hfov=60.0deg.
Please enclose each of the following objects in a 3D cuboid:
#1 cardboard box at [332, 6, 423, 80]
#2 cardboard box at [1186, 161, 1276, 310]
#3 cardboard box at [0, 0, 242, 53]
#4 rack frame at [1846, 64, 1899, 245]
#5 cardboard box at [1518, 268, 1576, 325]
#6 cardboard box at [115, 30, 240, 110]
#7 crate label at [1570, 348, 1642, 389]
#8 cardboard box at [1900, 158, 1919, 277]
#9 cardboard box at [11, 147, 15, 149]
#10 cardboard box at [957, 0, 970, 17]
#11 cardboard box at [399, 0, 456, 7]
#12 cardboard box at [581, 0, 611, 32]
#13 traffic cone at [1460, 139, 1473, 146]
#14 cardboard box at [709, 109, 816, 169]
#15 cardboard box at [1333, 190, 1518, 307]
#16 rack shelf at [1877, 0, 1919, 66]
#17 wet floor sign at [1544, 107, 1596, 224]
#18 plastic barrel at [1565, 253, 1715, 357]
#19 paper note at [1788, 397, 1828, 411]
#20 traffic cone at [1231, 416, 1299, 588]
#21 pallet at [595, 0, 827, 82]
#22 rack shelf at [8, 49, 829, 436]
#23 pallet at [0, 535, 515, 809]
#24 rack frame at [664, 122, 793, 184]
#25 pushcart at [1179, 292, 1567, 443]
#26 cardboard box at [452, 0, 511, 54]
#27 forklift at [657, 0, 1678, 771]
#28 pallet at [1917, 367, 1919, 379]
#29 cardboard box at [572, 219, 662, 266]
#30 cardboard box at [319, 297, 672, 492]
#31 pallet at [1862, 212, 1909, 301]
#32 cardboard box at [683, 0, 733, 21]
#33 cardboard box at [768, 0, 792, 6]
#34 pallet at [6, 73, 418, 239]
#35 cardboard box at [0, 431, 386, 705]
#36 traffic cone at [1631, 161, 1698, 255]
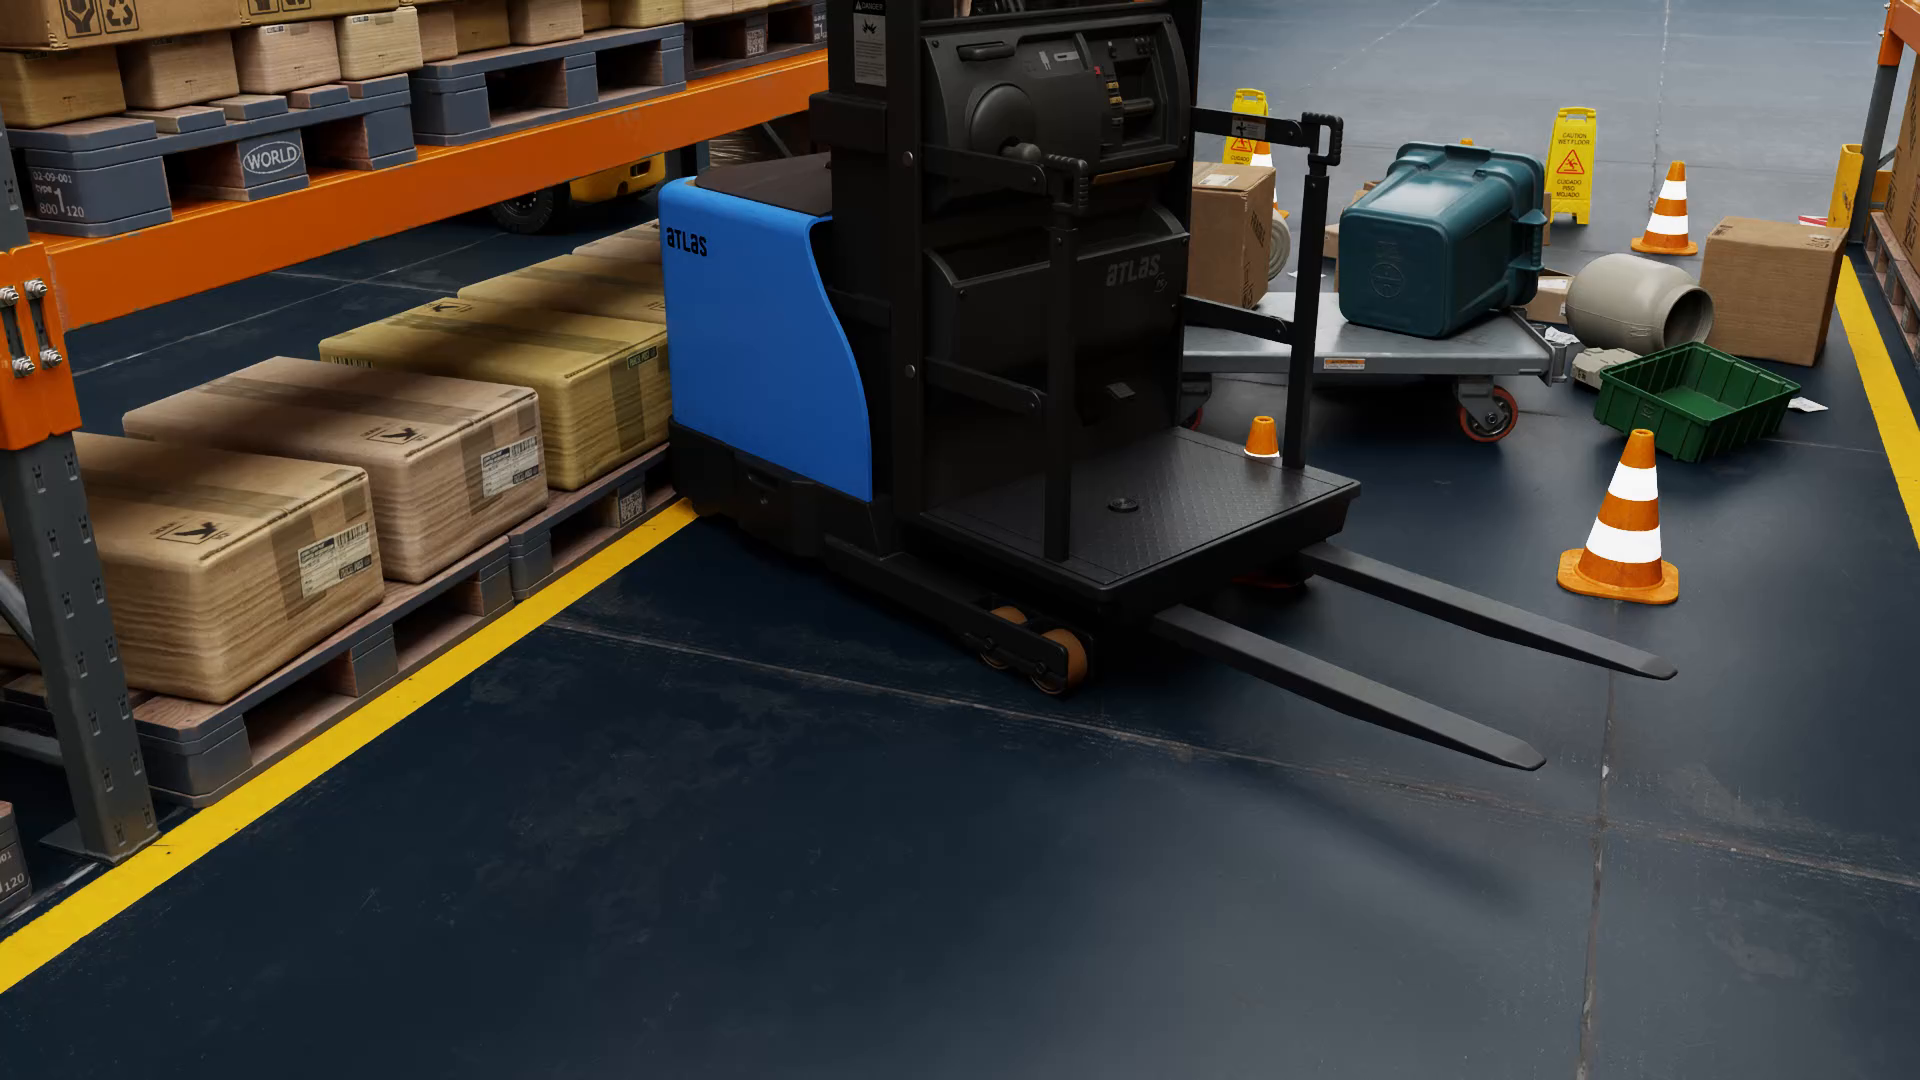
[{"bbox_3d":[-1.555,-1.226,4.075,0.380,0.149,0.250,9,24,20],"label":"cardboard box"},{"bbox_3d":[0.899,-1.159,6.393,0.500,0.500,0.500,9,24,20],"label":"cardboard box"},{"bbox_3d":[-1.869,-1.280,3.363,0.500,0.500,0.500,8,24,19],"label":"cardboard box"},{"bbox_3d":[5.354,-2.966,8.458,1.000,3.000,0.127,9,24,20],"label":"rack frame"},{"bbox_3d":[2.797,-1.151,7.662,0.396,0.266,0.258,13,26,29],"label":"cardboard box"},{"bbox_3d":[-1.821,-1.039,3.627,0.380,0.149,0.250,7,24,17],"label":"cardboard box"},{"bbox_3d":[2.629,-0.682,6.705,0.298,0.136,0.250,-7,24,-17],"label":"crate label"},{"bbox_3d":[4.839,-1.612,7.429,0.875,0.875,0.875,8,24,19],"label":"cardboard box"},{"bbox_3d":[-4.908,-2.201,9.001,0.500,0.250,0.500,9,24,20],"label":"cardboard box"},{"bbox_3d":[-0.110,-2.438,7.522,0.380,0.149,0.250,10,25,22],"label":"cardboard box"},{"bbox_3d":[-1.490,-1.659,4.269,0.500,0.500,0.500,9,24,21],"label":"cardboard box"},{"bbox_3d":[-1.285,-1.618,5.014,0.380,0.149,0.250,8,24,18],"label":"cardboard box"},{"bbox_3d":[2.916,-2.092,9.658,0.336,0.463,0.334,9,24,20],"label":"traffic cone"},{"bbox_3d":[-0.794,-1.728,7.545,0.500,0.500,0.500,8,24,19],"label":"cardboard box"},{"bbox_3d":[2.079,-1.222,7.347,0.797,0.637,0.503,9,24,20],"label":"cardboard box"},{"bbox_3d":[4.612,-1.918,6.883,1.077,0.370,4.000,9,24,20],"label":"rack shelf"},{"bbox_3d":[3.527,-2.173,9.615,0.267,0.644,0.232,5,23,11],"label":"wet floor sign"},{"bbox_3d":[2.866,-0.971,7.026,0.421,0.421,0.512,-12,25,-26],"label":"plastic barrel"},{"bbox_3d":[3.278,-0.535,6.490,0.147,0.020,0.142,-7,24,-17],"label":"paper note"},{"bbox_3d":[0.895,-0.145,4.997,0.336,0.463,0.334,9,24,20],"label":"traffic cone"},{"bbox_3d":[-1.184,-1.866,6.073,1.003,0.211,1.213,9,24,20],"label":"pallet"},{"bbox_3d":[-1.508,-1.159,5.067,1.077,0.370,4.000,9,24,20],"label":"rack shelf"},{"bbox_3d":[-1.959,0.232,4.421,1.003,0.211,1.213,9,24,20],"label":"pallet"},{"bbox_3d":[-0.765,-2.207,6.641,1.000,3.000,0.127,9,24,20],"label":"rack frame"},{"bbox_3d":[1.371,-0.688,6.408,1.648,0.377,0.936,1,23,2],"label":"pushcart"},{"bbox_3d":[-1.469,-1.430,4.563,0.380,0.149,0.250,10,25,22],"label":"cardboard box"},{"bbox_3d":[0.424,-1.177,4.264,1.130,2.935,3.031,-20,30,-39],"label":"forklift"},{"bbox_3d":[4.224,-0.508,6.193,1.003,0.211,1.213,9,24,20],"label":"pallet"},{"bbox_3d":[-0.957,-1.000,6.617,0.950,0.372,0.625,9,24,21],"label":"cardboard box"},{"bbox_3d":[-1.478,-0.493,5.403,0.950,0.372,0.625,10,25,22],"label":"cardboard box"},{"bbox_3d":[5.130,-1.382,8.284,1.003,0.211,1.213,9,24,20],"label":"pallet"},{"bbox_3d":[-0.968,-1.780,5.401,0.380,0.149,0.250,9,24,20],"label":"cardboard box"},{"bbox_3d":[-0.814,-1.969,5.854,0.380,0.149,0.250,8,24,18],"label":"cardboard box"},{"bbox_3d":[-2.085,-0.957,3.899,1.213,0.211,1.003,9,24,20],"label":"pallet"},{"bbox_3d":[-2.031,0.043,4.121,0.950,0.372,0.625,7,24,16],"label":"cardboard box"},{"bbox_3d":[3.839,-1.808,8.979,0.336,0.463,0.334,9,24,20],"label":"traffic cone"}]
